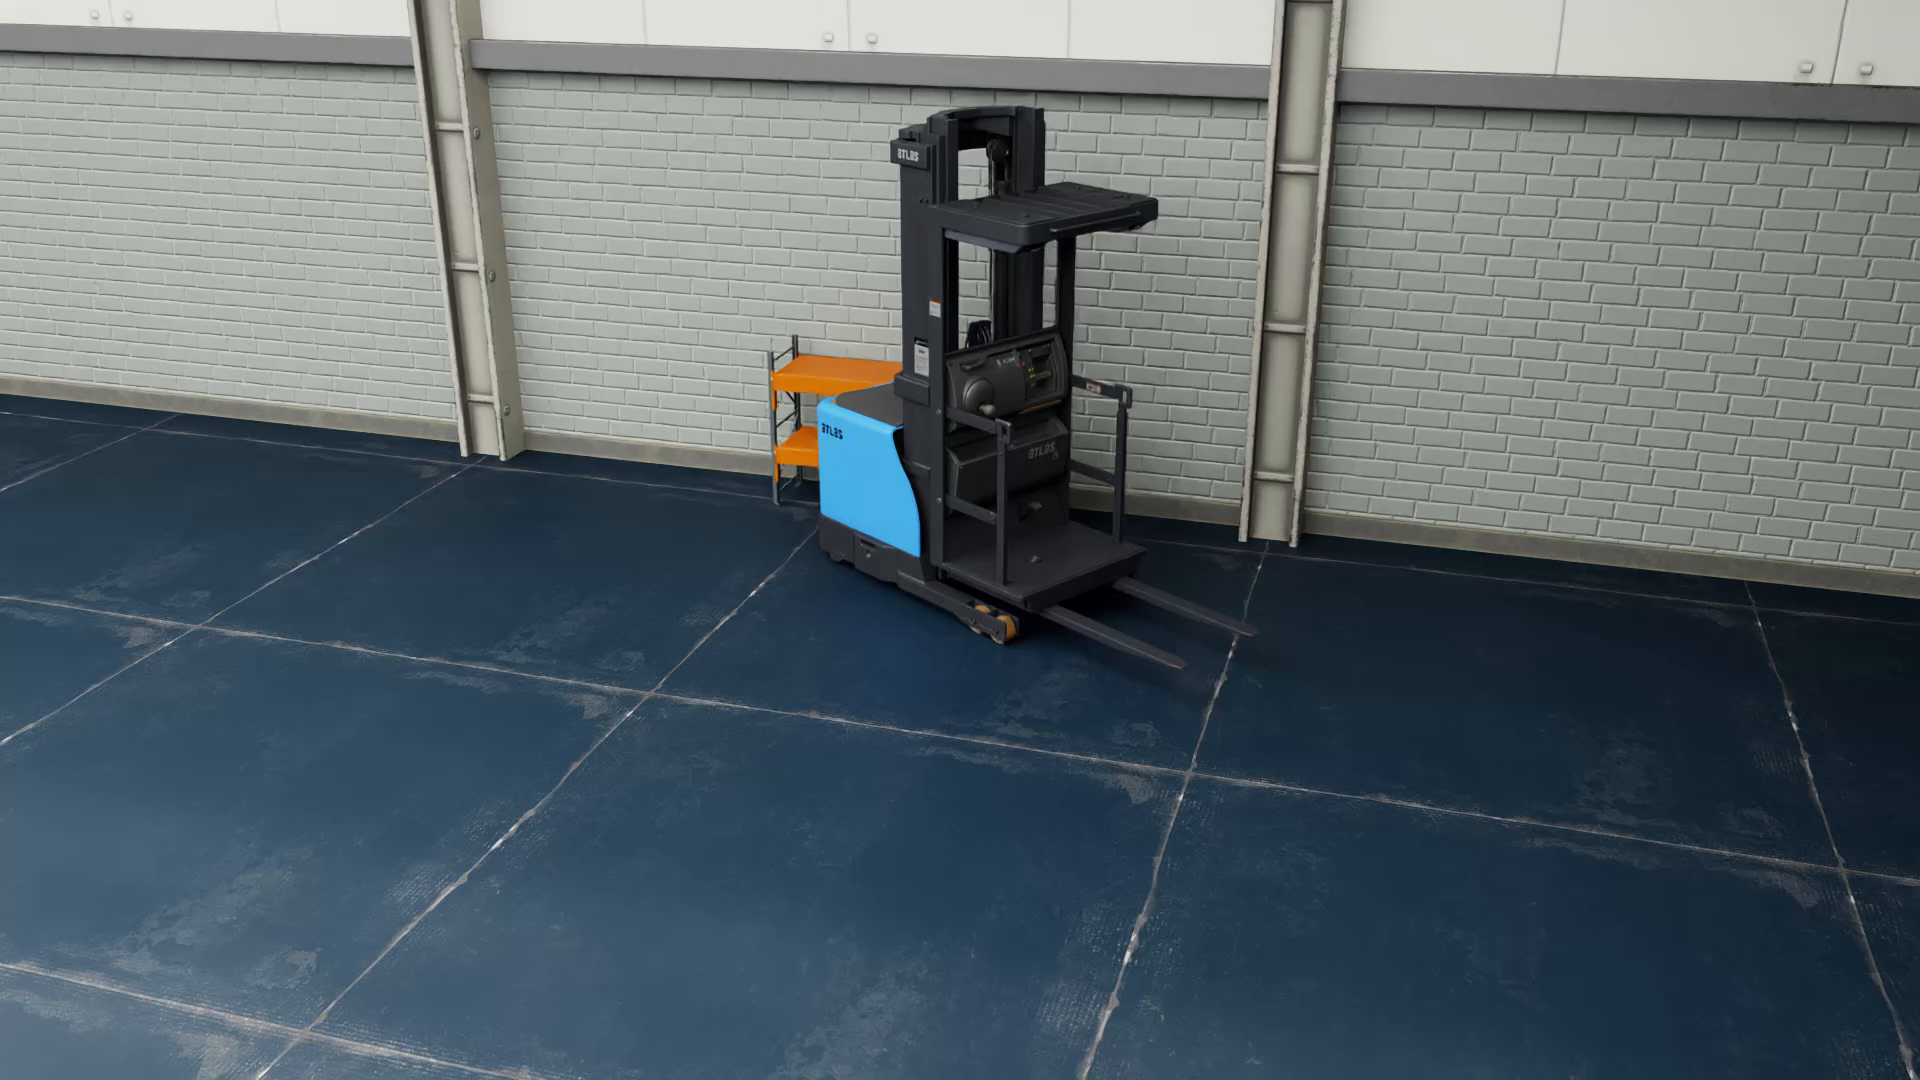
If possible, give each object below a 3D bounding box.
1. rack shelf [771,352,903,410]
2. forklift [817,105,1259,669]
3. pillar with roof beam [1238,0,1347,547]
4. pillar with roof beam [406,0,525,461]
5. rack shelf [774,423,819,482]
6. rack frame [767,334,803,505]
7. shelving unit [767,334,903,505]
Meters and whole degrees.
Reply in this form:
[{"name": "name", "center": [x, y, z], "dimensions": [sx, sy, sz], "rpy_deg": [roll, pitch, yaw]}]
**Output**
[{"name": "rack shelf", "center": [-0.758, -1.078, 11.643], "dimensions": [1.000, 0.278, 0.538], "rpy_deg": [6, 23, 15]}, {"name": "forklift", "center": [0.431, -0.965, 9.760], "dimensions": [1.130, 2.935, 3.031], "rpy_deg": [-19, 29, -38]}, {"name": "pillar with roof beam", "center": [0.874, -2.628, 5.818], "dimensions": [0.400, 9.000, 9.100], "rpy_deg": [7, 23, 16]}, {"name": "pillar with roof beam", "center": [-4.871, -3.285, 7.422], "dimensions": [0.400, 9.000, 9.100], "rpy_deg": [7, 23, 16]}, {"name": "rack shelf", "center": [-0.758, -0.581, 11.845], "dimensions": [1.000, 0.278, 0.538], "rpy_deg": [6, 23, 15]}, {"name": "rack frame", "center": [-1.246, -0.861, 11.885], "dimensions": [0.032, 1.125, 0.500], "rpy_deg": [6, 23, 15]}, {"name": "shelving unit", "center": [-0.758, -0.807, 11.753], "dimensions": [1.048, 1.125, 0.538], "rpy_deg": [6, 23, 15]}]
